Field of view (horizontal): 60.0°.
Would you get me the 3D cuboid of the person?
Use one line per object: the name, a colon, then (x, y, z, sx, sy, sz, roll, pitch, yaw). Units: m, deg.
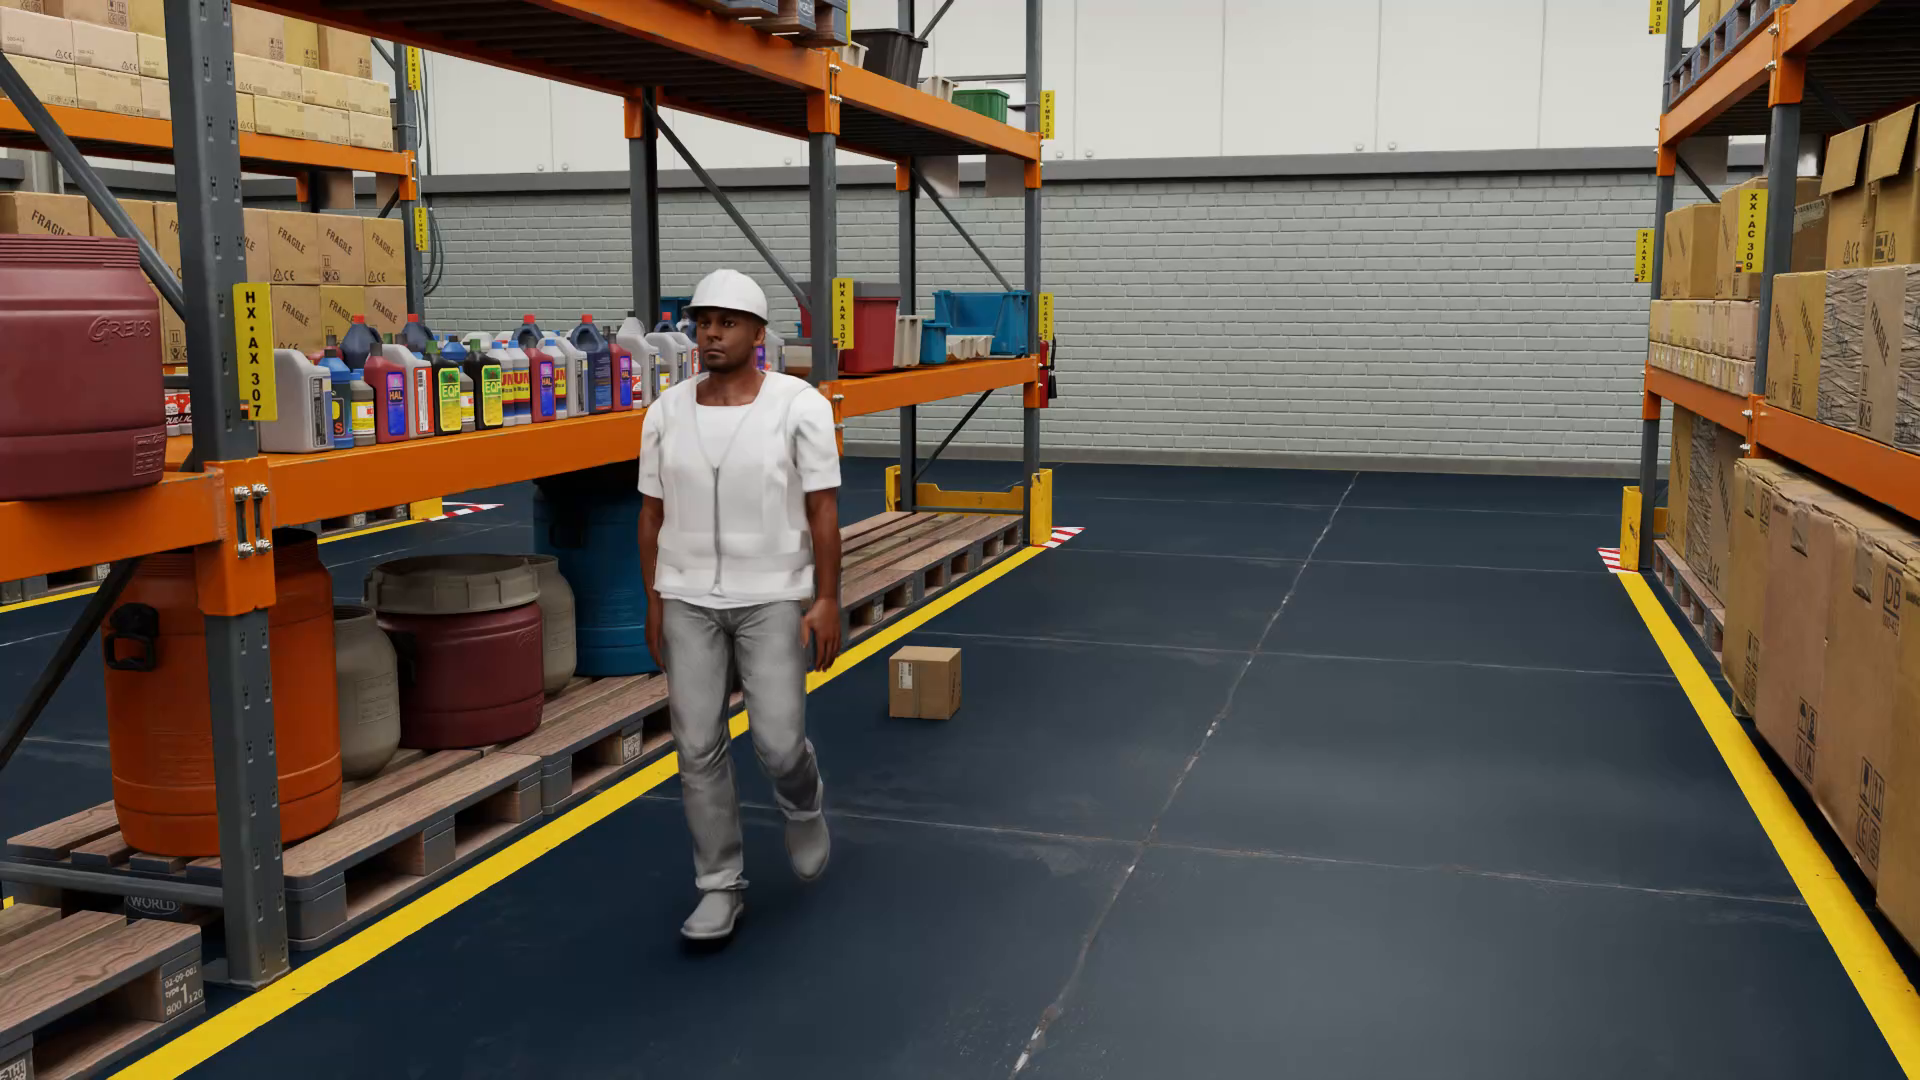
person: (-0.596, 0.158, 4.487, 0.571, 1.755, 0.602, 1, 8, 9)
